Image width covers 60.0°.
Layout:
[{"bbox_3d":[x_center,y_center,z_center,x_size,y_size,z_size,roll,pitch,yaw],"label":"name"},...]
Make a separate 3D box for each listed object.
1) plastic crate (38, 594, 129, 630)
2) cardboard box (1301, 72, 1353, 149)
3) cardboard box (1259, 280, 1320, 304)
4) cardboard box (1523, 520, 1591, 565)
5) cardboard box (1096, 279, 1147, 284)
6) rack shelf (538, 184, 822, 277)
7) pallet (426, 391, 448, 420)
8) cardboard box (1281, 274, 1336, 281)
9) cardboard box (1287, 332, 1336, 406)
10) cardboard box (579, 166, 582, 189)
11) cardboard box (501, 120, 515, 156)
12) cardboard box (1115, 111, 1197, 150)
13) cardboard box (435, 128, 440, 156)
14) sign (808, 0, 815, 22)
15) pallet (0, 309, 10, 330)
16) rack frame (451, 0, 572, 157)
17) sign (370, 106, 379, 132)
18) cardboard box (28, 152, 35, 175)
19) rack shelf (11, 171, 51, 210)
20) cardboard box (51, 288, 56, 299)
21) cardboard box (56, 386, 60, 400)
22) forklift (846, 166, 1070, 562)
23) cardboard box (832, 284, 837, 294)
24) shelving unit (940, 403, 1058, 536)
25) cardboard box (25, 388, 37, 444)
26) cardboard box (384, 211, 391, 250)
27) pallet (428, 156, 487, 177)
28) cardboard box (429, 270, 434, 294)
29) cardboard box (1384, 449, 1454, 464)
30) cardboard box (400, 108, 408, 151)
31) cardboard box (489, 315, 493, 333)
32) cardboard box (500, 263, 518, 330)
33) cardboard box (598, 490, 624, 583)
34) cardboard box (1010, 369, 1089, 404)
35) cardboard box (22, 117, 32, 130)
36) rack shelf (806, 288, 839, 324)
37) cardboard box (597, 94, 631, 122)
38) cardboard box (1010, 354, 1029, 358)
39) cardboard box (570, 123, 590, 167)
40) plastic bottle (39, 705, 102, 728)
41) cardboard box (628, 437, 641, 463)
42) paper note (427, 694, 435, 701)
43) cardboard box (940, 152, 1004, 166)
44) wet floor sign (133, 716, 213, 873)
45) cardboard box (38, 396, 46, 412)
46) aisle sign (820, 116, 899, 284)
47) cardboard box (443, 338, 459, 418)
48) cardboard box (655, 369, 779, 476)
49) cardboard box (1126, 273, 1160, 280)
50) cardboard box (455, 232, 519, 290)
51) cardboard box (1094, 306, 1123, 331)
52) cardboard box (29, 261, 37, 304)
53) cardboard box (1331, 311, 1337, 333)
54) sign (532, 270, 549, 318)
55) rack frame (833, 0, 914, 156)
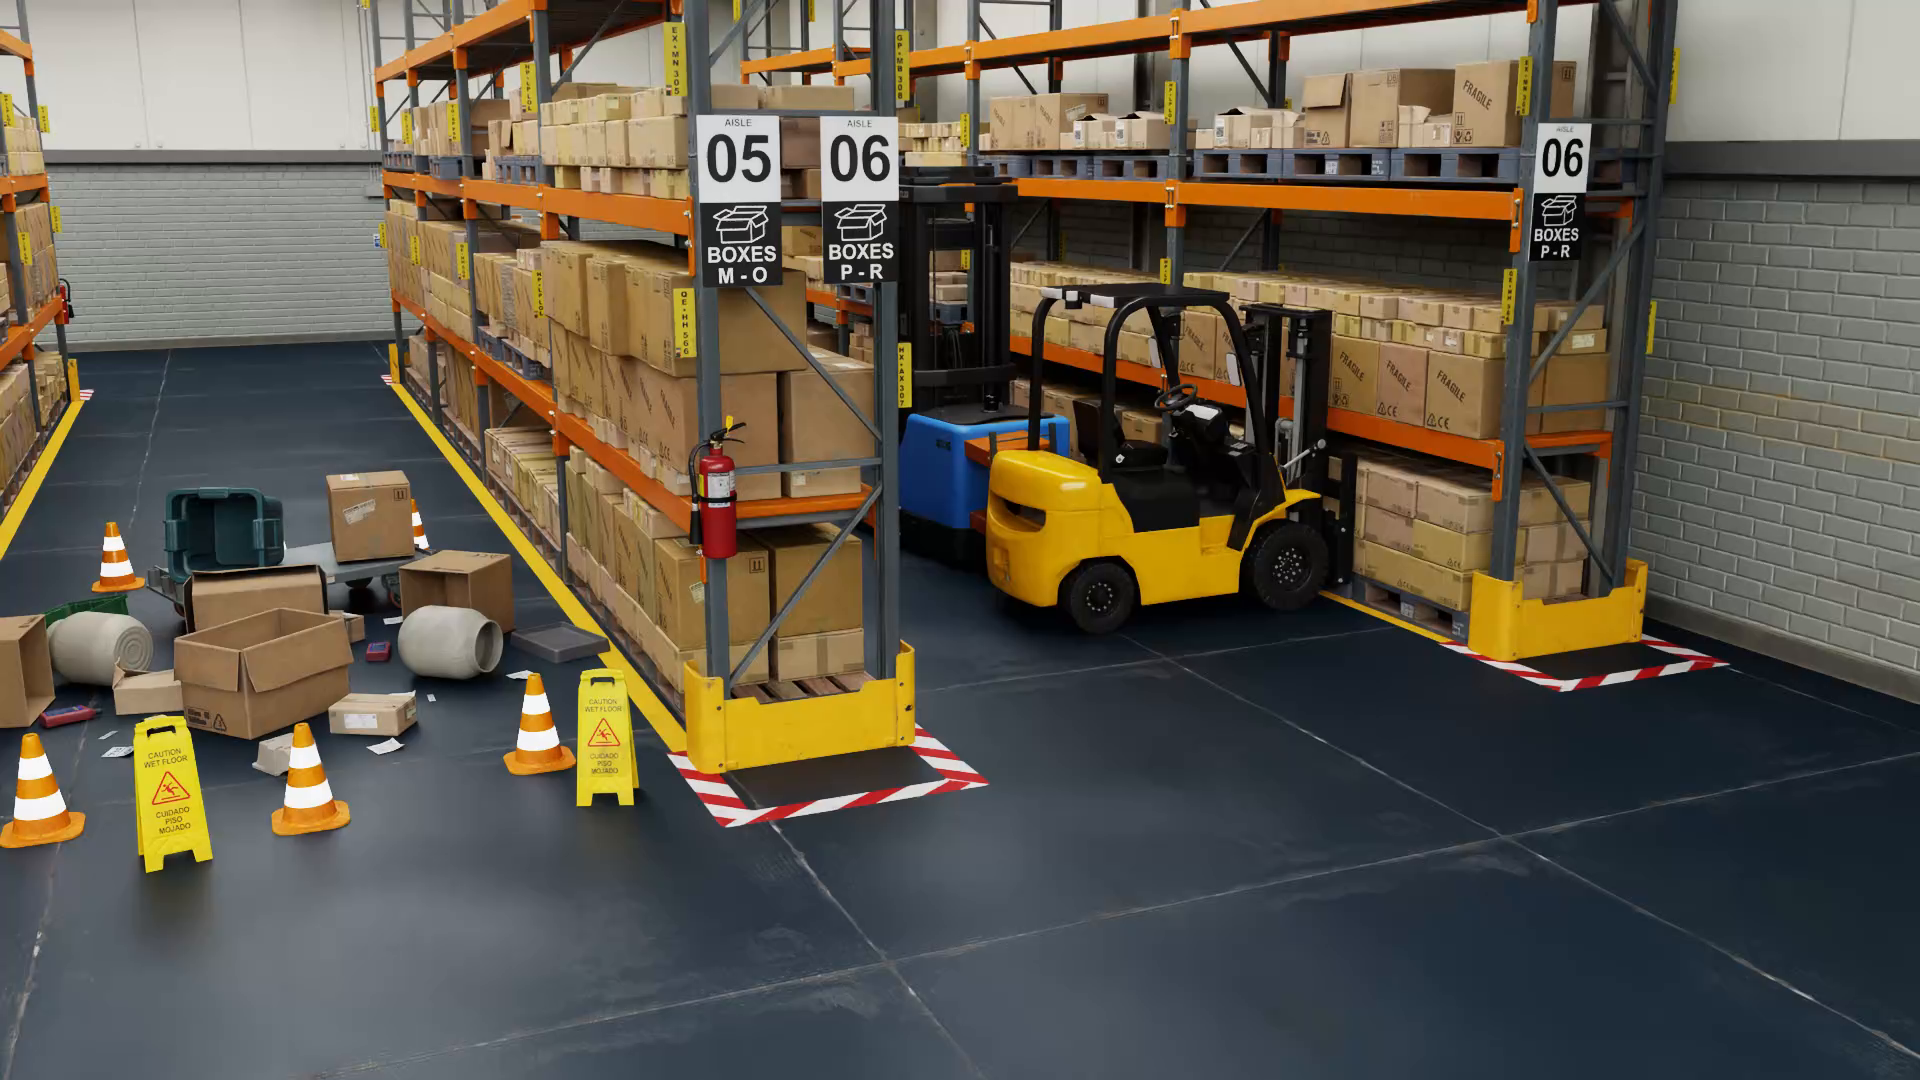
[{"bbox_3d":[-5.617,0.542,10.483,0.450,0.188,0.662,-8,12,8],"label":"plastic crate"},{"bbox_3d":[2.838,-2.987,11.590,0.797,0.503,0.637,-5,14,-21],"label":"cardboard box"},{"bbox_3d":[2.446,-1.840,12.347,0.380,0.149,0.250,-6,14,-24],"label":"cardboard box"},{"bbox_3d":[3.759,-0.032,10.915,0.500,0.250,0.500,-5,14,-22],"label":"cardboard box"},{"bbox_3d":[1.418,-2.199,14.558,0.380,0.149,0.250,-6,14,-25],"label":"cardboard box"},{"bbox_3d":[-1.591,-1.883,9.796,1.077,0.370,4.000,-6,14,-23],"label":"rack shelf"},{"bbox_3d":[-5.830,-1.644,20.003,1.003,0.211,1.213,-6,14,-23],"label":"pallet"},{"bbox_3d":[2.740,-1.996,13.022,0.380,0.149,0.250,-6,14,-23],"label":"cardboard box"},{"bbox_3d":[2.703,-1.251,11.902,0.500,0.500,0.500,-6,14,-23],"label":"cardboard box"},{"bbox_3d":[-2.238,-2.337,10.721,0.380,0.149,0.250,-6,14,-23],"label":"cardboard box"},{"bbox_3d":[-3.357,-3.211,13.709,0.797,0.503,0.637,-6,14,-23],"label":"cardboard box"},{"bbox_3d":[1.641,-3.433,13.943,0.500,0.311,0.500,-6,14,-25],"label":"cardboard box"},{"bbox_3d":[-4.867,-3.865,16.131,0.396,0.266,0.258,-6,14,-24],"label":"cardboard box"},{"bbox_3d":[-2.136,-7.614,23.889,0.100,0.325,0.005,-6,14,-23],"label":"sign"},{"bbox_3d":[-9.919,-2.106,16.240,1.003,0.211,1.213,-6,14,-23],"label":"pallet"},{"bbox_3d":[-3.994,-4.934,14.732,1.000,3.000,0.127,-6,14,-23],"label":"rack frame"},{"bbox_3d":[-7.710,-5.541,21.893,0.100,0.325,0.005,-6,14,-23],"label":"sign"},{"bbox_3d":[-10.641,-4.198,18.537,0.500,0.250,0.500,-5,14,-20],"label":"cardboard box"},{"bbox_3d":[-10.893,-3.894,18.486,1.077,0.370,4.000,-6,14,-23],"label":"rack shelf"},{"bbox_3d":[-11.304,-3.032,20.376,0.380,0.149,0.250,-6,14,-23],"label":"cardboard box"},{"bbox_3d":[-10.799,-1.719,19.536,0.380,0.149,0.250,-6,14,-25],"label":"cardboard box"},{"bbox_3d":[-0.309,-1.551,13.572,1.130,2.935,3.031,-7,15,-29],"label":"forklift"},{"bbox_3d":[-1.409,-3.208,21.134,0.380,0.149,0.250,-5,14,-22],"label":"cardboard box"},{"bbox_3d":[0.303,-0.363,12.358,0.538,1.125,1.048,-9,16,-19],"label":"shelving unit"},{"bbox_3d":[-9.564,-1.227,16.630,0.500,0.500,0.500,-6,14,-24],"label":"cardboard box"},{"bbox_3d":[-7.268,-4.075,21.887,0.500,0.500,0.500,-6,14,-24],"label":"cardboard box"},{"bbox_3d":[-4.752,-3.740,16.643,1.003,0.211,1.213,-5,14,-20],"label":"pallet"},{"bbox_3d":[-5.444,-2.787,17.983,0.500,0.250,0.500,-5,14,-22],"label":"cardboard box"},{"bbox_3d":[3.344,-0.484,11.756,0.500,0.250,0.500,-6,14,-23],"label":"cardboard box"},{"bbox_3d":[-6.529,-4.998,20.284,0.500,0.500,0.500,-5,14,-22],"label":"cardboard box"},{"bbox_3d":[-3.885,-1.888,14.499,0.380,0.149,0.250,-7,15,-27],"label":"cardboard box"},{"bbox_3d":[-3.399,-1.976,13.441,0.500,0.500,0.500,-6,14,-25],"label":"cardboard box"},{"bbox_3d":[-1.972,-0.052,10.448,0.500,0.500,0.500,-5,14,-20],"label":"cardboard box"},{"bbox_3d":[0.790,-1.378,17.008,0.875,0.625,0.625,-5,14,-21],"label":"cardboard box"},{"bbox_3d":[-10.974,-4.823,19.243,0.380,0.149,0.250,-5,14,-22],"label":"cardboard box"},{"bbox_3d":[-1.851,-3.350,22.786,1.077,0.370,4.000,-6,14,-23],"label":"rack shelf"},{"bbox_3d":[-1.841,-2.443,9.410,0.380,0.149,0.250,-5,14,-22],"label":"cardboard box"},{"bbox_3d":[0.547,-1.957,18.345,0.380,0.149,0.250,-5,14,-21],"label":"cardboard box"},{"bbox_3d":[-2.063,-2.392,10.075,0.500,0.250,0.500,-5,14,-22],"label":"cardboard box"},{"bbox_3d":[-4.862,0.958,9.096,0.283,0.061,0.133,-12,18,-42],"label":"plastic bottle"},{"bbox_3d":[-1.712,-0.552,9.661,0.380,0.149,0.250,-6,14,-24],"label":"cardboard box"},{"bbox_3d":[-3.010,0.898,9.467,0.032,0.001,0.123,-6,14,-23],"label":"paper note"},{"bbox_3d":[0.124,-3.933,17.391,0.500,0.250,0.500,-6,14,-25],"label":"cardboard box"},{"bbox_3d":[-3.459,1.083,7.258,0.267,0.644,0.232,-9,16,-33],"label":"wet floor sign"},{"bbox_3d":[-9.944,-1.434,17.647,0.380,0.149,0.250,-5,14,-20],"label":"cardboard box"},{"bbox_3d":[-0.481,-1.640,8.040,0.394,0.787,0.004,-6,14,-23],"label":"aisle sign"},{"bbox_3d":[-5.275,-1.887,18.650,0.875,0.875,0.875,-5,14,-21],"label":"cardboard box"},{"bbox_3d":[-1.260,-0.640,8.600,0.500,0.500,0.500,-6,14,-24],"label":"cardboard box"},{"bbox_3d":[1.748,-2.359,15.250,0.380,0.149,0.250,-6,14,-23],"label":"cardboard box"},{"bbox_3d":[-4.441,-2.631,15.644,0.500,0.500,0.500,-6,14,-24],"label":"cardboard box"},{"bbox_3d":[1.511,-1.989,14.534,0.500,0.250,0.500,-6,14,-24],"label":"cardboard box"},{"bbox_3d":[-10.264,-2.790,17.892,0.500,0.500,0.500,-6,14,-23],"label":"cardboard box"},{"bbox_3d":[2.808,-1.541,11.717,0.380,0.149,0.250,-6,14,-23],"label":"cardboard box"},{"bbox_3d":[-2.899,-1.698,11.488,0.100,0.325,0.005,-6,14,-23],"label":"sign"},{"bbox_3d":[-1.050,-6.210,20.244,1.000,3.000,0.127,-6,14,-23],"label":"rack frame"}]
